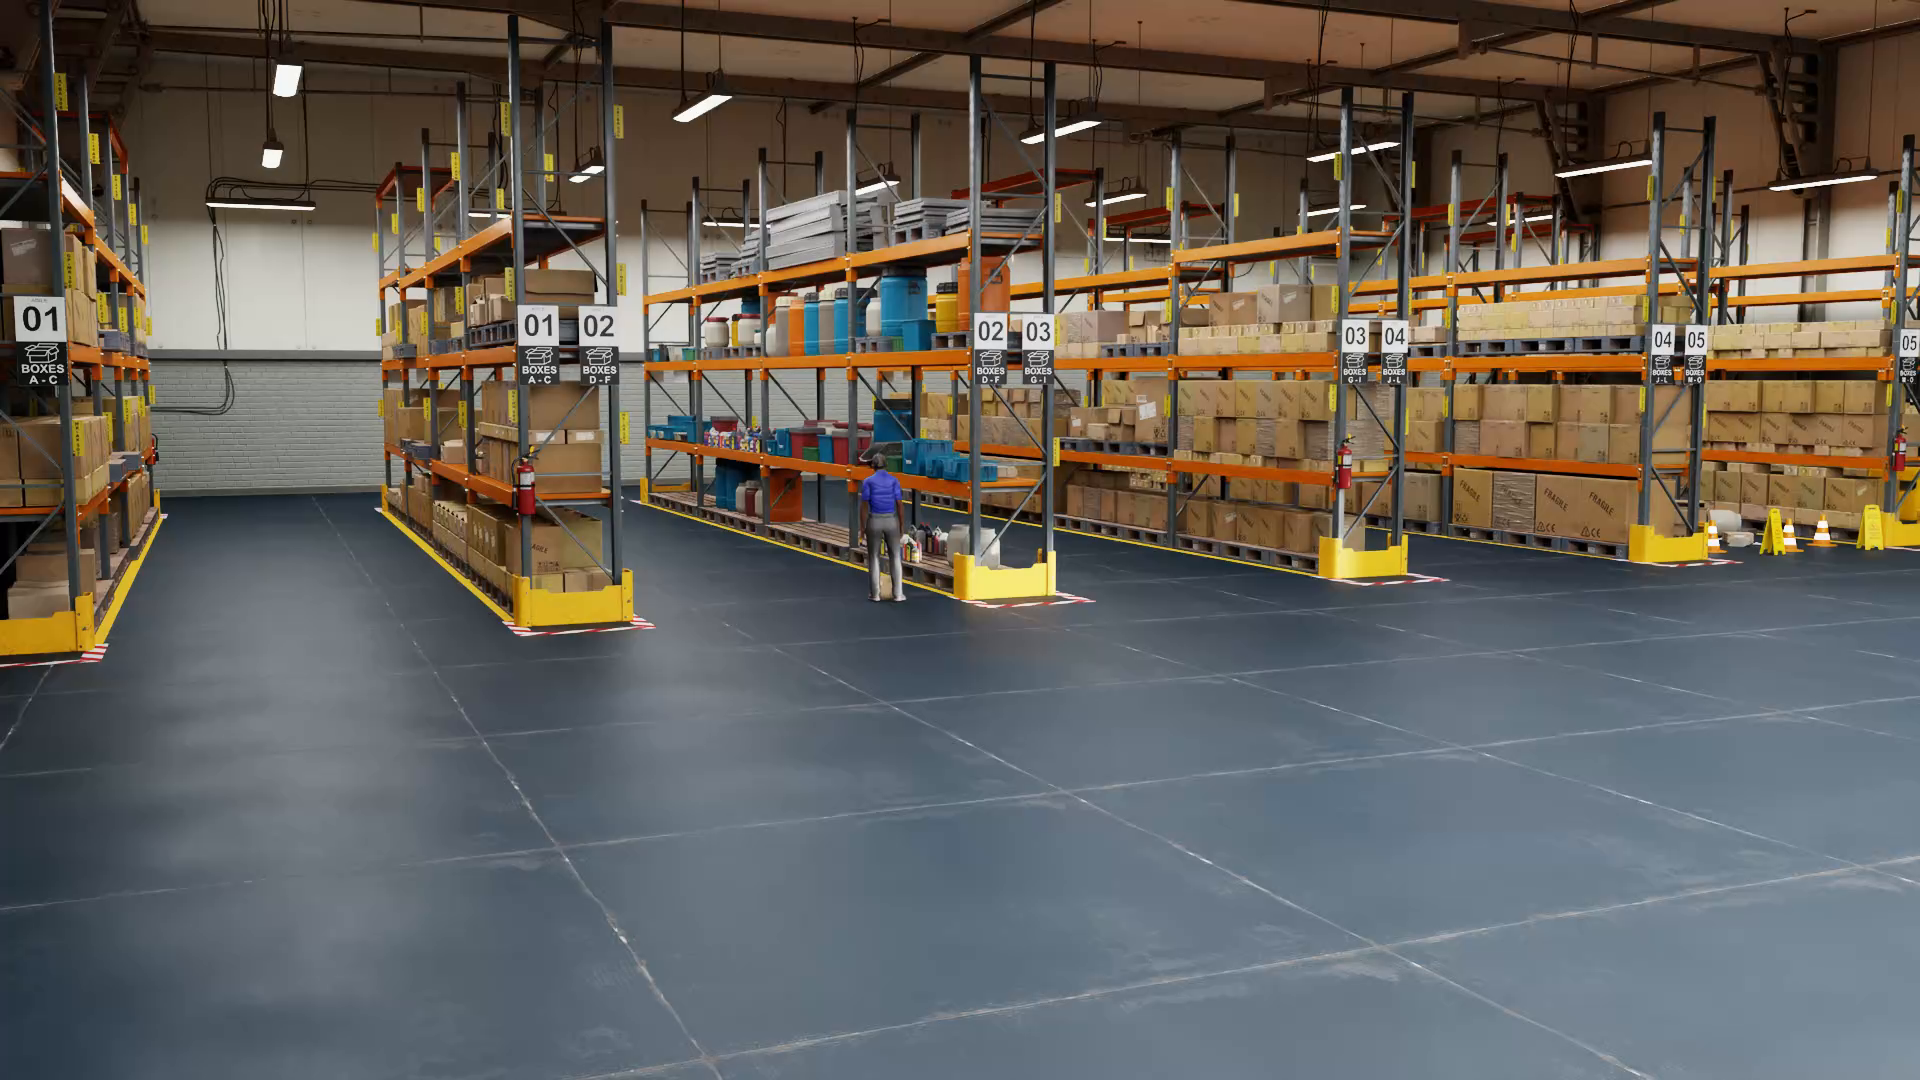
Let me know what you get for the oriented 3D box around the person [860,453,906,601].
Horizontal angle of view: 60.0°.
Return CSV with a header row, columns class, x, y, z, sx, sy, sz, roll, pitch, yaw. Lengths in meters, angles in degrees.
class,x,y,z,sx,sy,sz,roll,pitch,yaw
person,-0.858,-0.143,18.519,0.521,1.653,0.402,-1,6,-7
